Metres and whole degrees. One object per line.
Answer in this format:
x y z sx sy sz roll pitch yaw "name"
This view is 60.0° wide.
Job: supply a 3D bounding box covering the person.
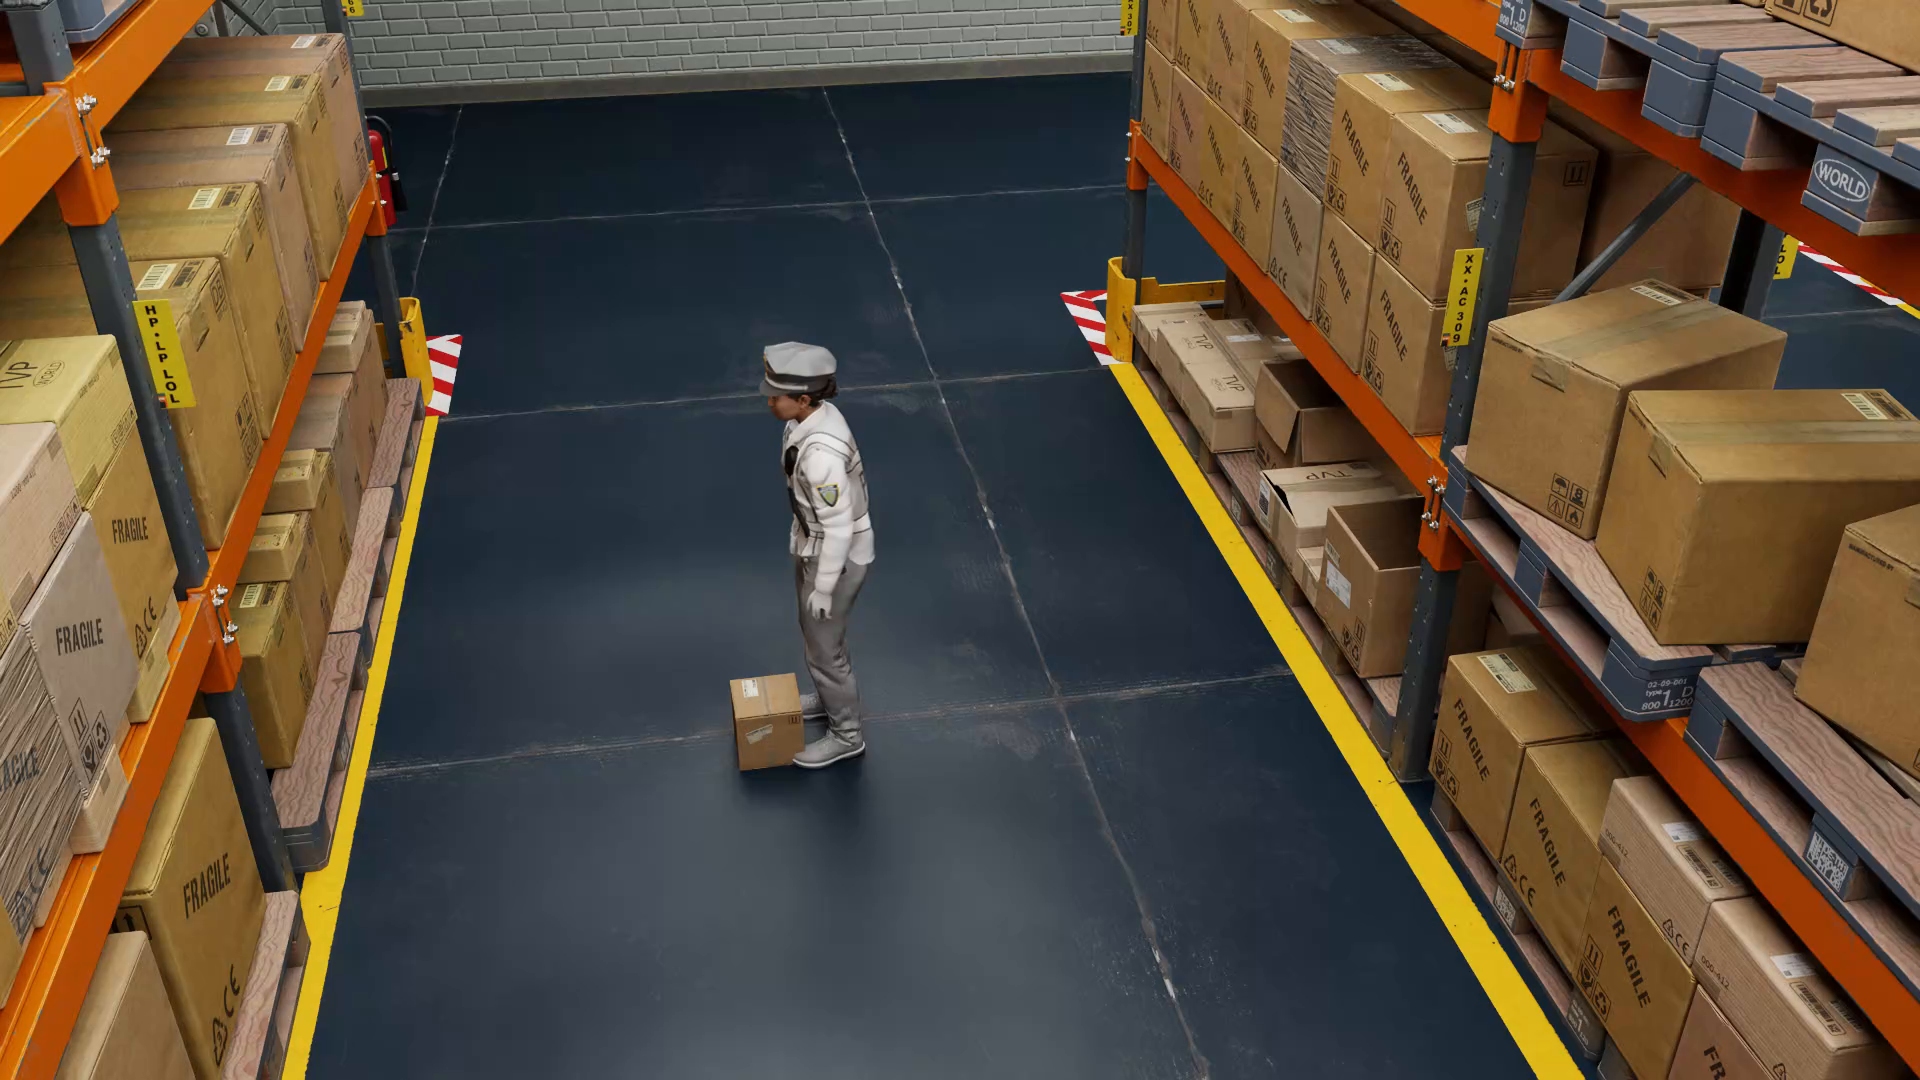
-0.500 0.064 6.020 0.372 1.666 0.543 -7 31 -11 "person"
